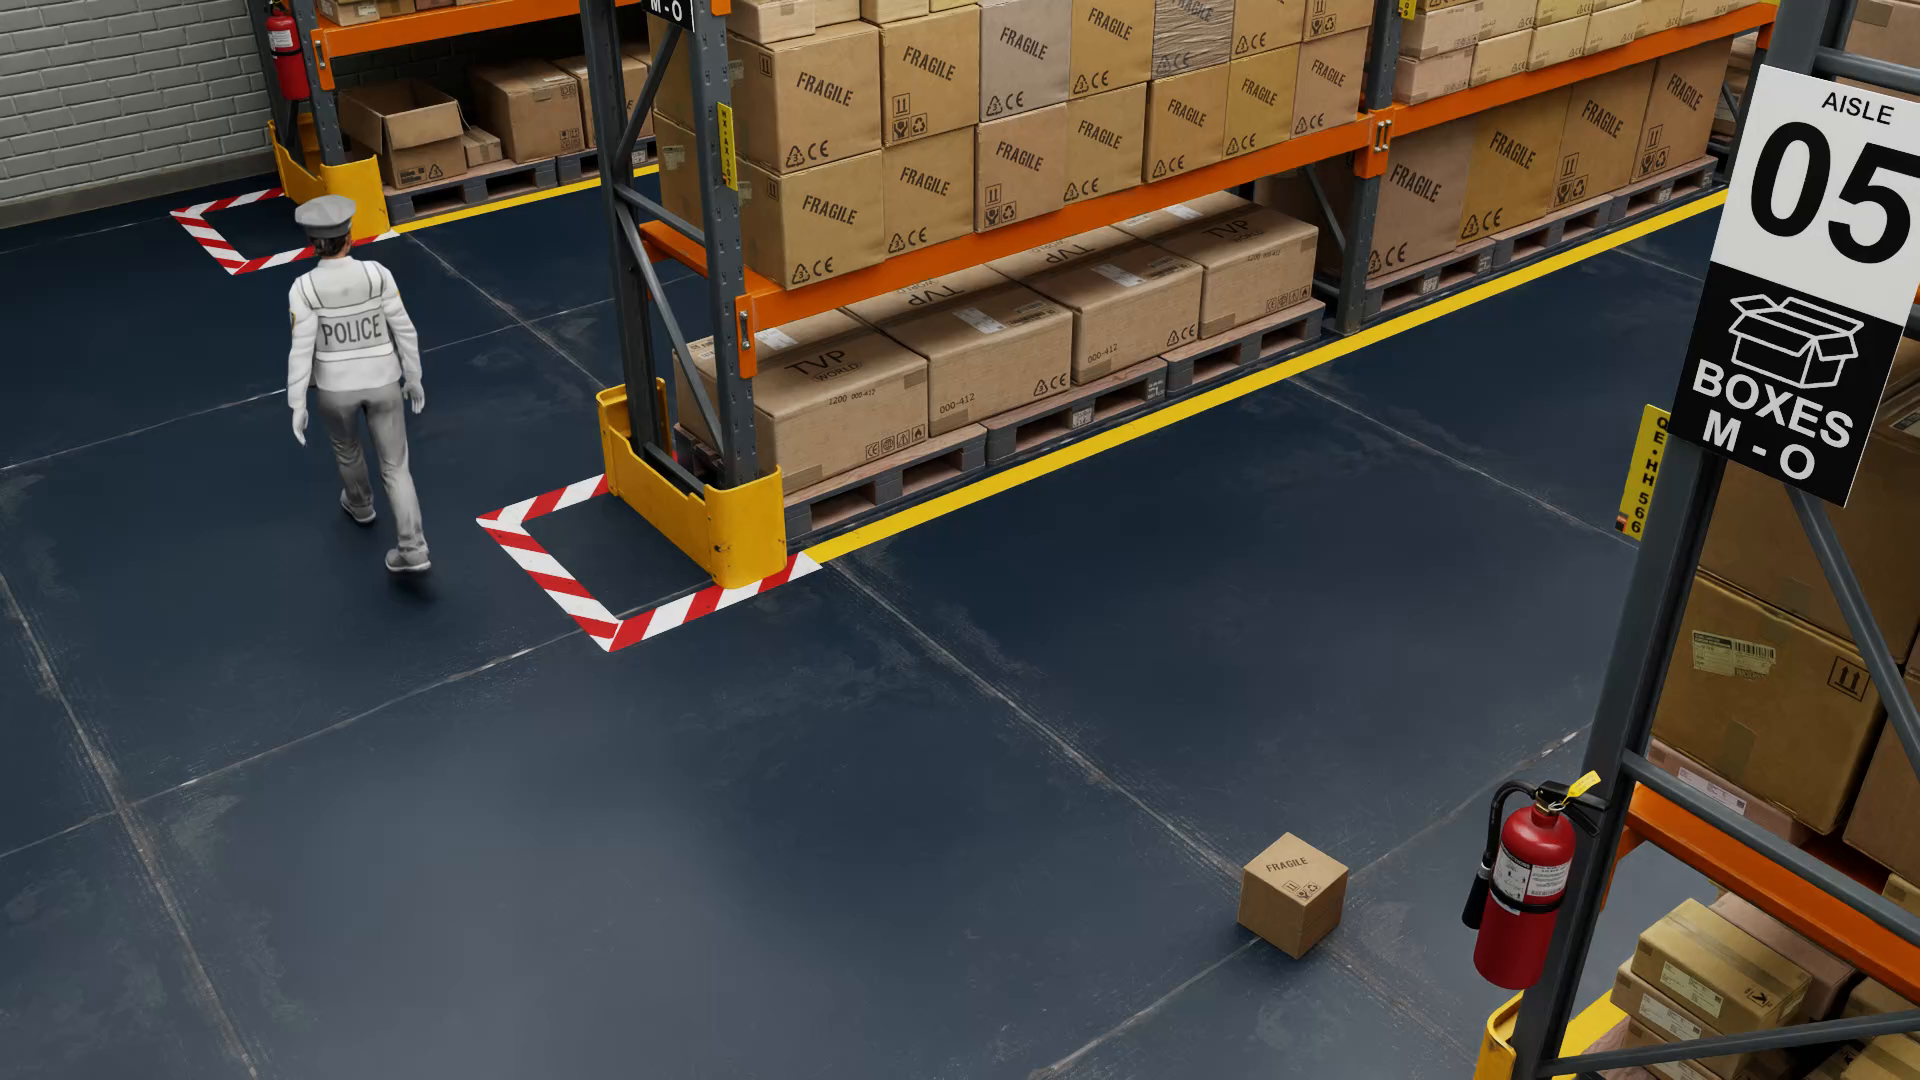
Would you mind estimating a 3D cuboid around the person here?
[{"bbox_3d":[-2.615,-0.666,7.202,0.580,1.609,0.996,-13,35,-20],"label":"person"}]
